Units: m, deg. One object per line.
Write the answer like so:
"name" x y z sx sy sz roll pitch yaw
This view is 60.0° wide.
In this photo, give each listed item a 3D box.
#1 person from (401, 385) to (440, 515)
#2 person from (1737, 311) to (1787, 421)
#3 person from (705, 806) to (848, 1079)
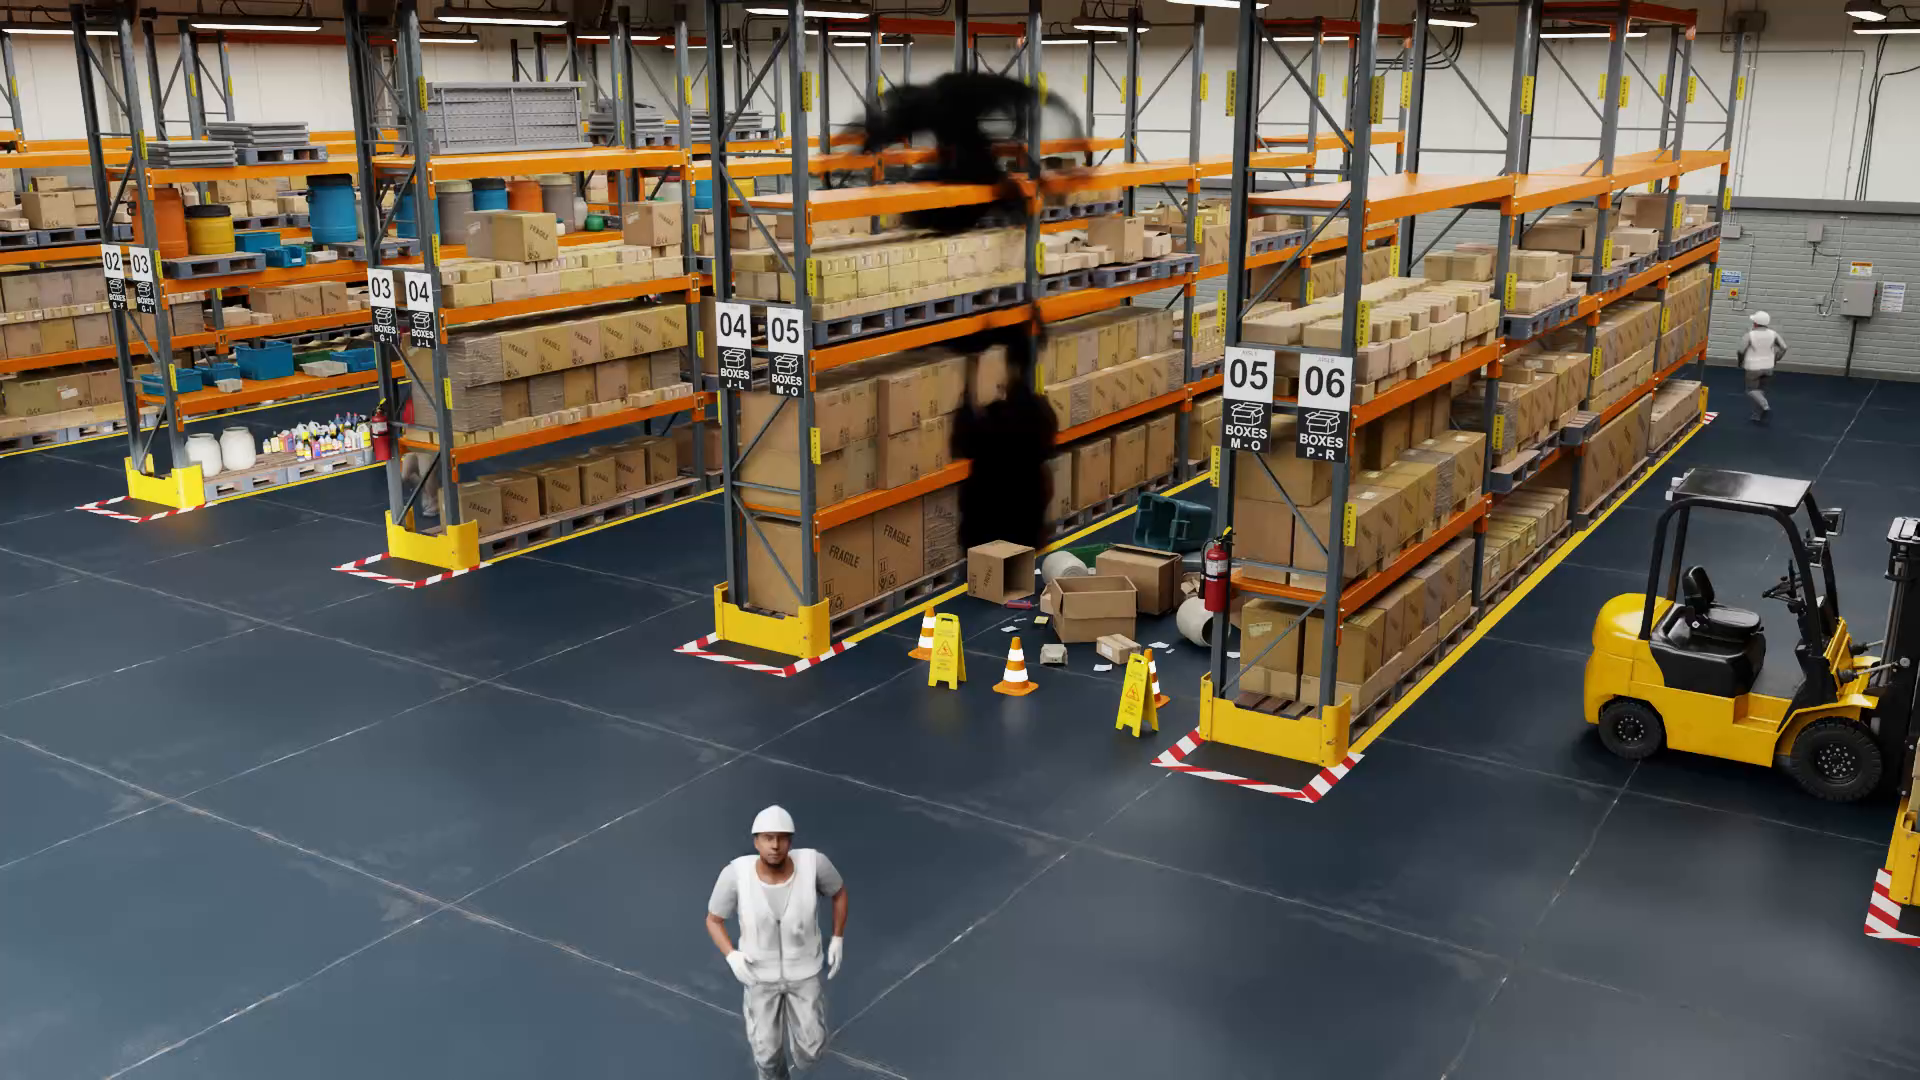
"person" -6.529 -1.110 20.043 0.651 1.684 0.602 8 17 25
"person" 12.272 -2.648 25.556 0.704 1.740 0.658 0 16 0
"person" -0.902 2.138 8.331 0.718 1.739 0.627 -3 16 -10
